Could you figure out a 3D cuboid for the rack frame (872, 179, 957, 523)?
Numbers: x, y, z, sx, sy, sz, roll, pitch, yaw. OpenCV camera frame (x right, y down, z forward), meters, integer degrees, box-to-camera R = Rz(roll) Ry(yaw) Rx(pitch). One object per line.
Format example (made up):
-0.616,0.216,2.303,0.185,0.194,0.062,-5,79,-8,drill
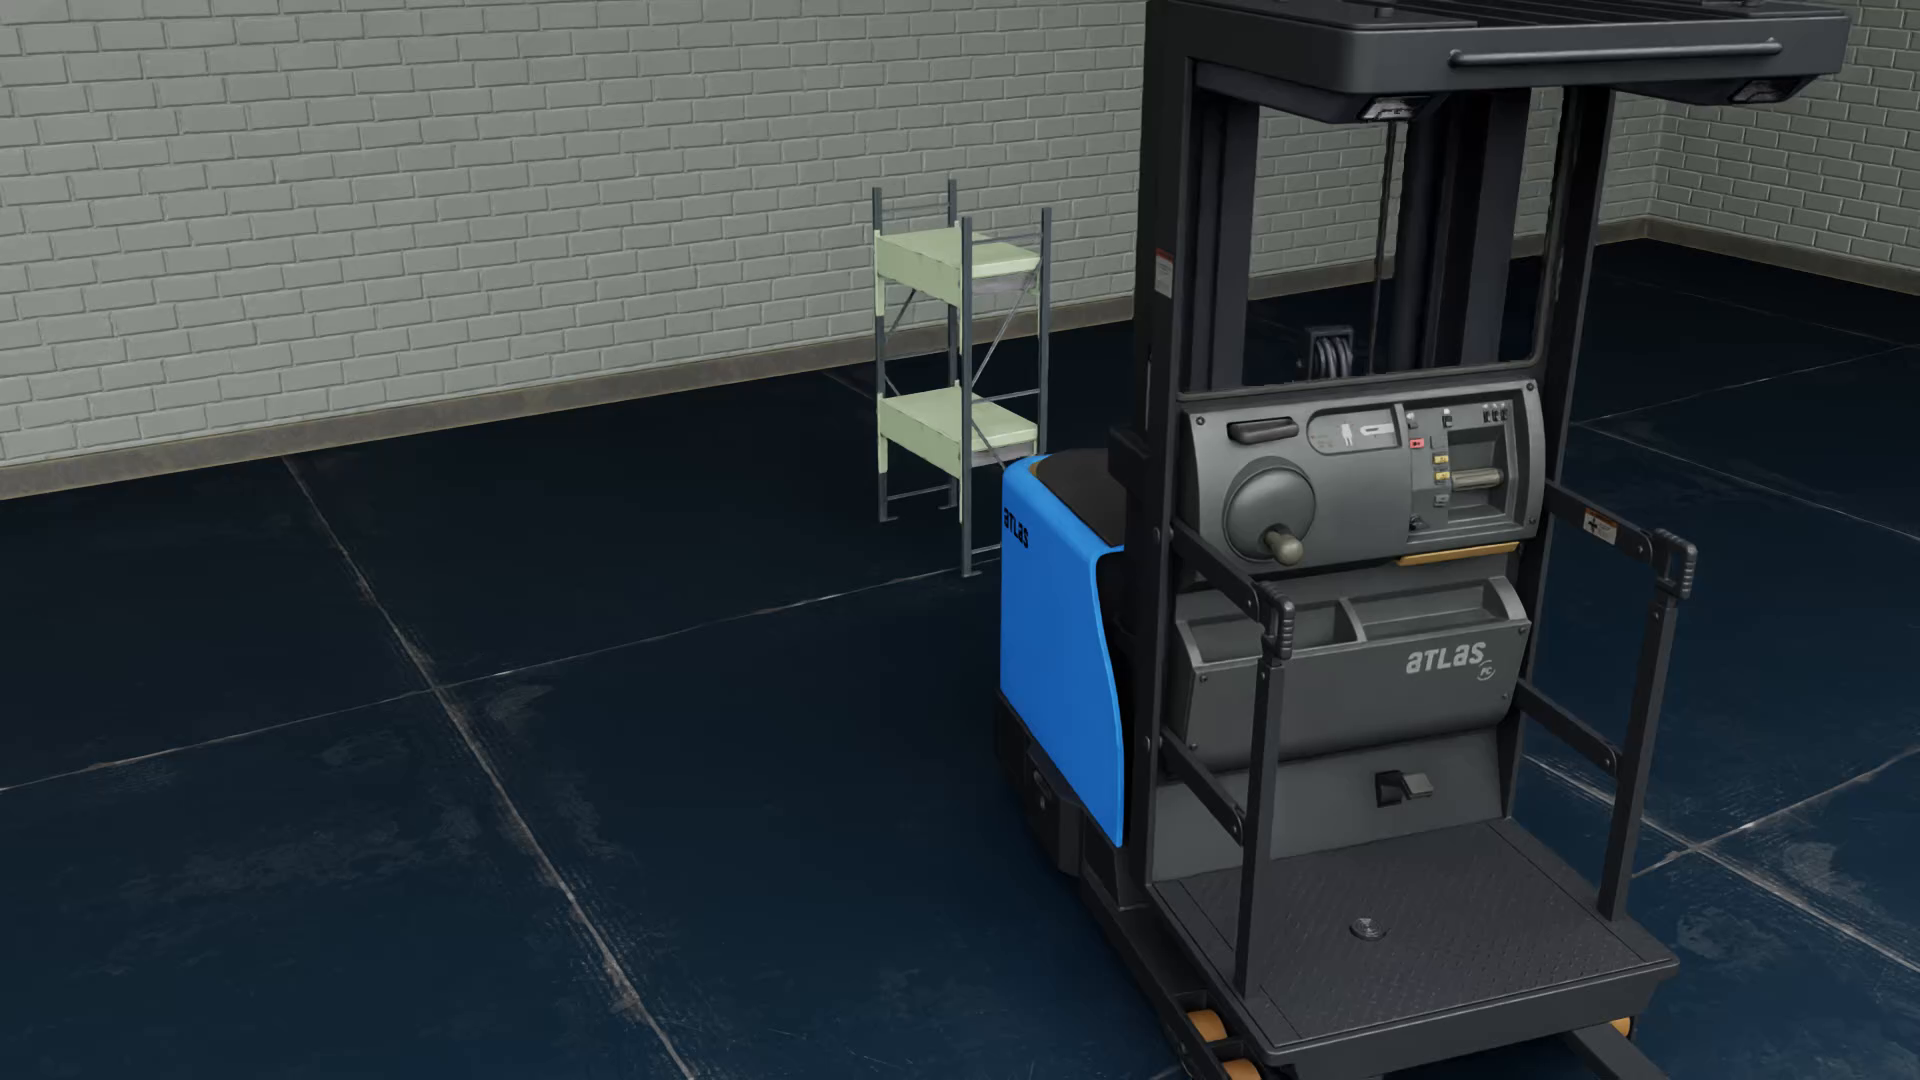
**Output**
-0.190,-0.815,7.326,0.400,1.500,0.023,-13,25,-28,rack frame

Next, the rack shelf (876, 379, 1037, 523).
-0.003,-0.395,7.157,0.431,0.370,0.720,-13,25,-28,rack shelf

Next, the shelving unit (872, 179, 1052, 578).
-0.003,-0.697,7.034,0.431,1.500,0.755,-13,25,-28,shelving unit

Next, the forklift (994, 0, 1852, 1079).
1.044,-0.141,3.765,1.130,2.935,3.031,-7,23,-16,forklift

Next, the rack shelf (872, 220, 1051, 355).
-0.003,-1.058,6.887,0.431,0.370,0.720,-13,25,-28,rack shelf

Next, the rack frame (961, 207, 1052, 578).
0.184,-0.578,6.743,0.400,1.500,0.023,-13,25,-28,rack frame
